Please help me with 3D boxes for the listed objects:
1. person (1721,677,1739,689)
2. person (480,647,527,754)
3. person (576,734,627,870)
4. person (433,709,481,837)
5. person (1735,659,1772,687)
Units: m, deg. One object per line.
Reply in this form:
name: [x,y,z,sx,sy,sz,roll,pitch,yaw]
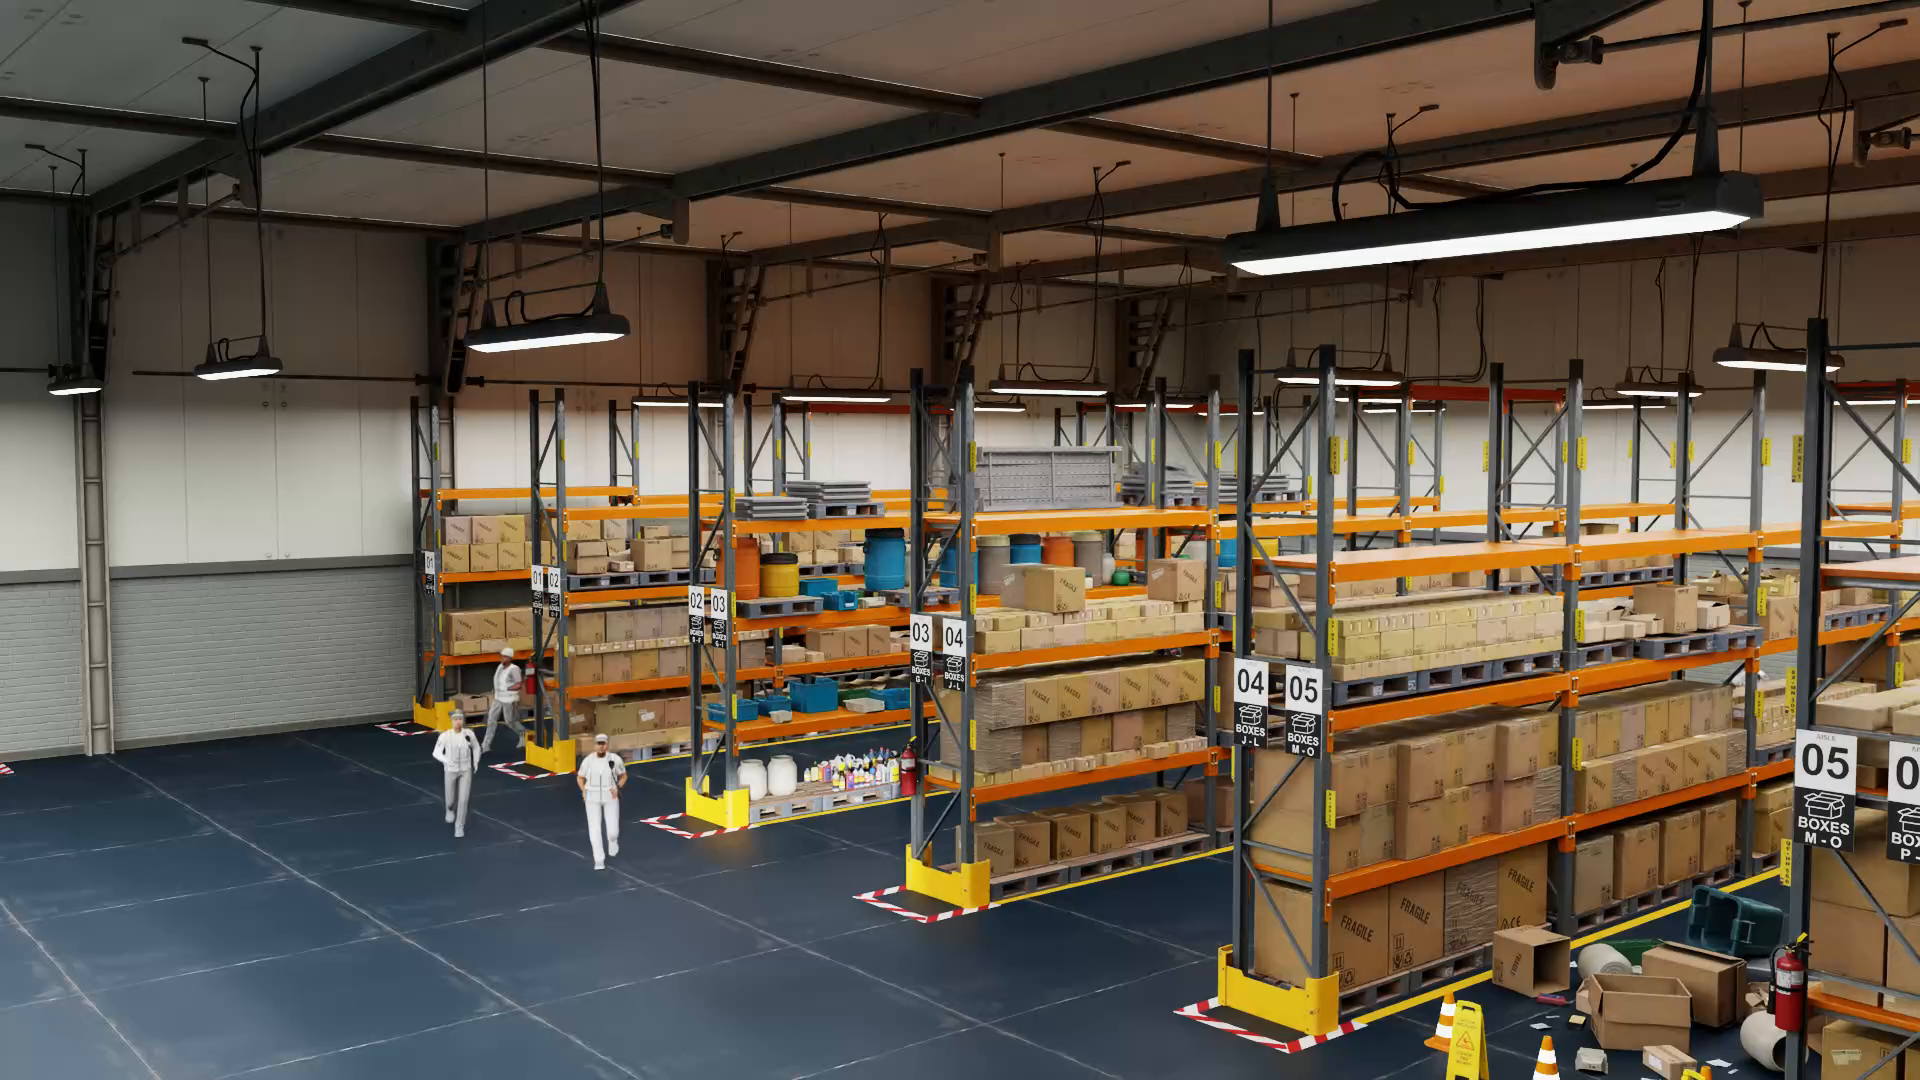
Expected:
person: [11.157,2.863,23.985,0.881,1.788,0.643,-2,4,-33]
person: [-7.451,2.641,27.368,0.730,1.756,1.024,3,4,40]
person: [-4.362,3.160,20.246,0.607,1.616,0.554,-1,3,-9]
person: [-6.621,3.036,21.935,0.622,1.662,0.690,-1,4,-24]
person: [13.222,2.712,27.642,0.648,1.630,0.583,2,4,25]
